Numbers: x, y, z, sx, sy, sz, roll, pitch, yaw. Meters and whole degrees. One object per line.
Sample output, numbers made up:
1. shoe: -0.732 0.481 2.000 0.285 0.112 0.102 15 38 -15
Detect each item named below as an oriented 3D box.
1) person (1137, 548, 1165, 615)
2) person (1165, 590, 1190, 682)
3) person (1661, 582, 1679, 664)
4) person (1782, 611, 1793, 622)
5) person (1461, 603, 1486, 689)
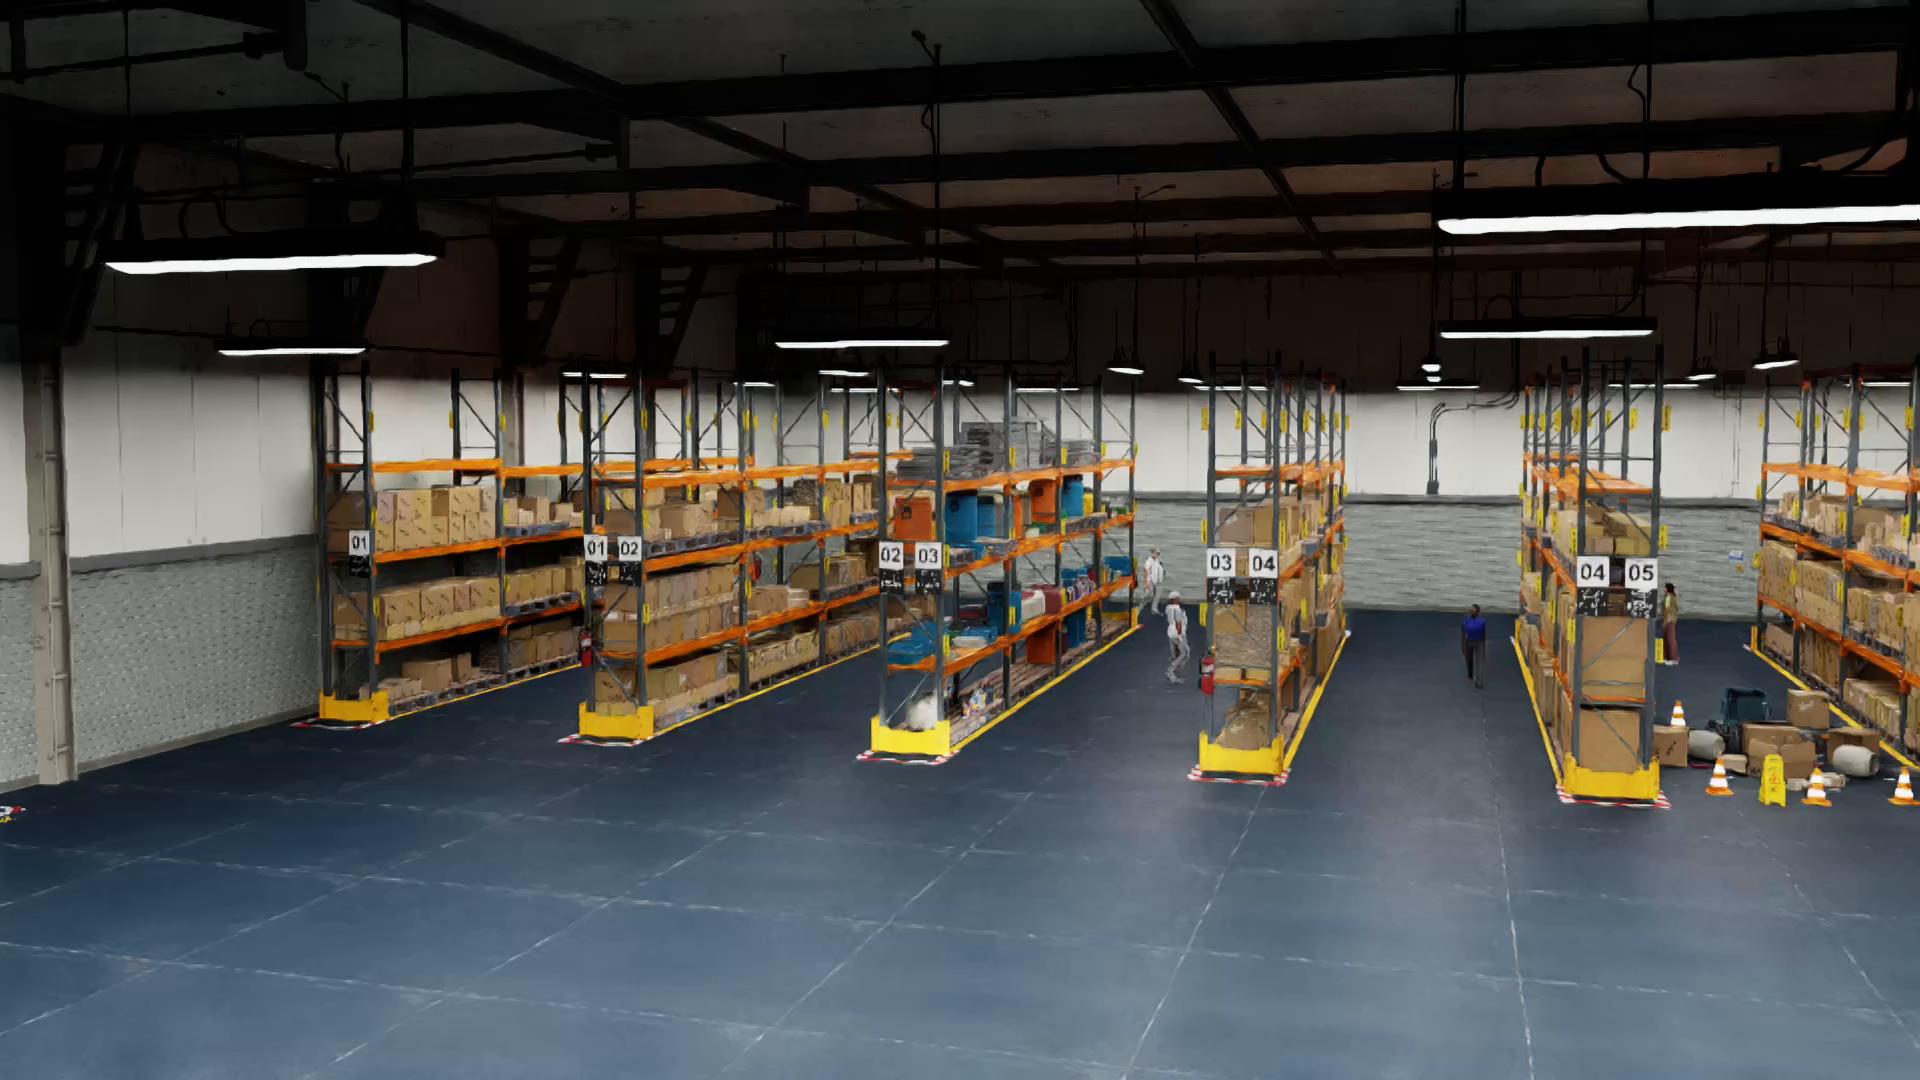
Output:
1. person: 4.881 1.065 42.999 0.741 1.745 0.537 -2 5 -28
2. person: 4.126 1.840 31.773 0.431 1.780 0.600 -1 4 -13
3. person: 14.605 1.699 34.339 0.580 1.666 0.571 3 5 39
4. person: 19.825 1.367 39.922 0.533 1.615 0.508 -1 4 -19
5. person: 9.653 1.966 31.266 0.447 1.574 1.088 1 4 19
